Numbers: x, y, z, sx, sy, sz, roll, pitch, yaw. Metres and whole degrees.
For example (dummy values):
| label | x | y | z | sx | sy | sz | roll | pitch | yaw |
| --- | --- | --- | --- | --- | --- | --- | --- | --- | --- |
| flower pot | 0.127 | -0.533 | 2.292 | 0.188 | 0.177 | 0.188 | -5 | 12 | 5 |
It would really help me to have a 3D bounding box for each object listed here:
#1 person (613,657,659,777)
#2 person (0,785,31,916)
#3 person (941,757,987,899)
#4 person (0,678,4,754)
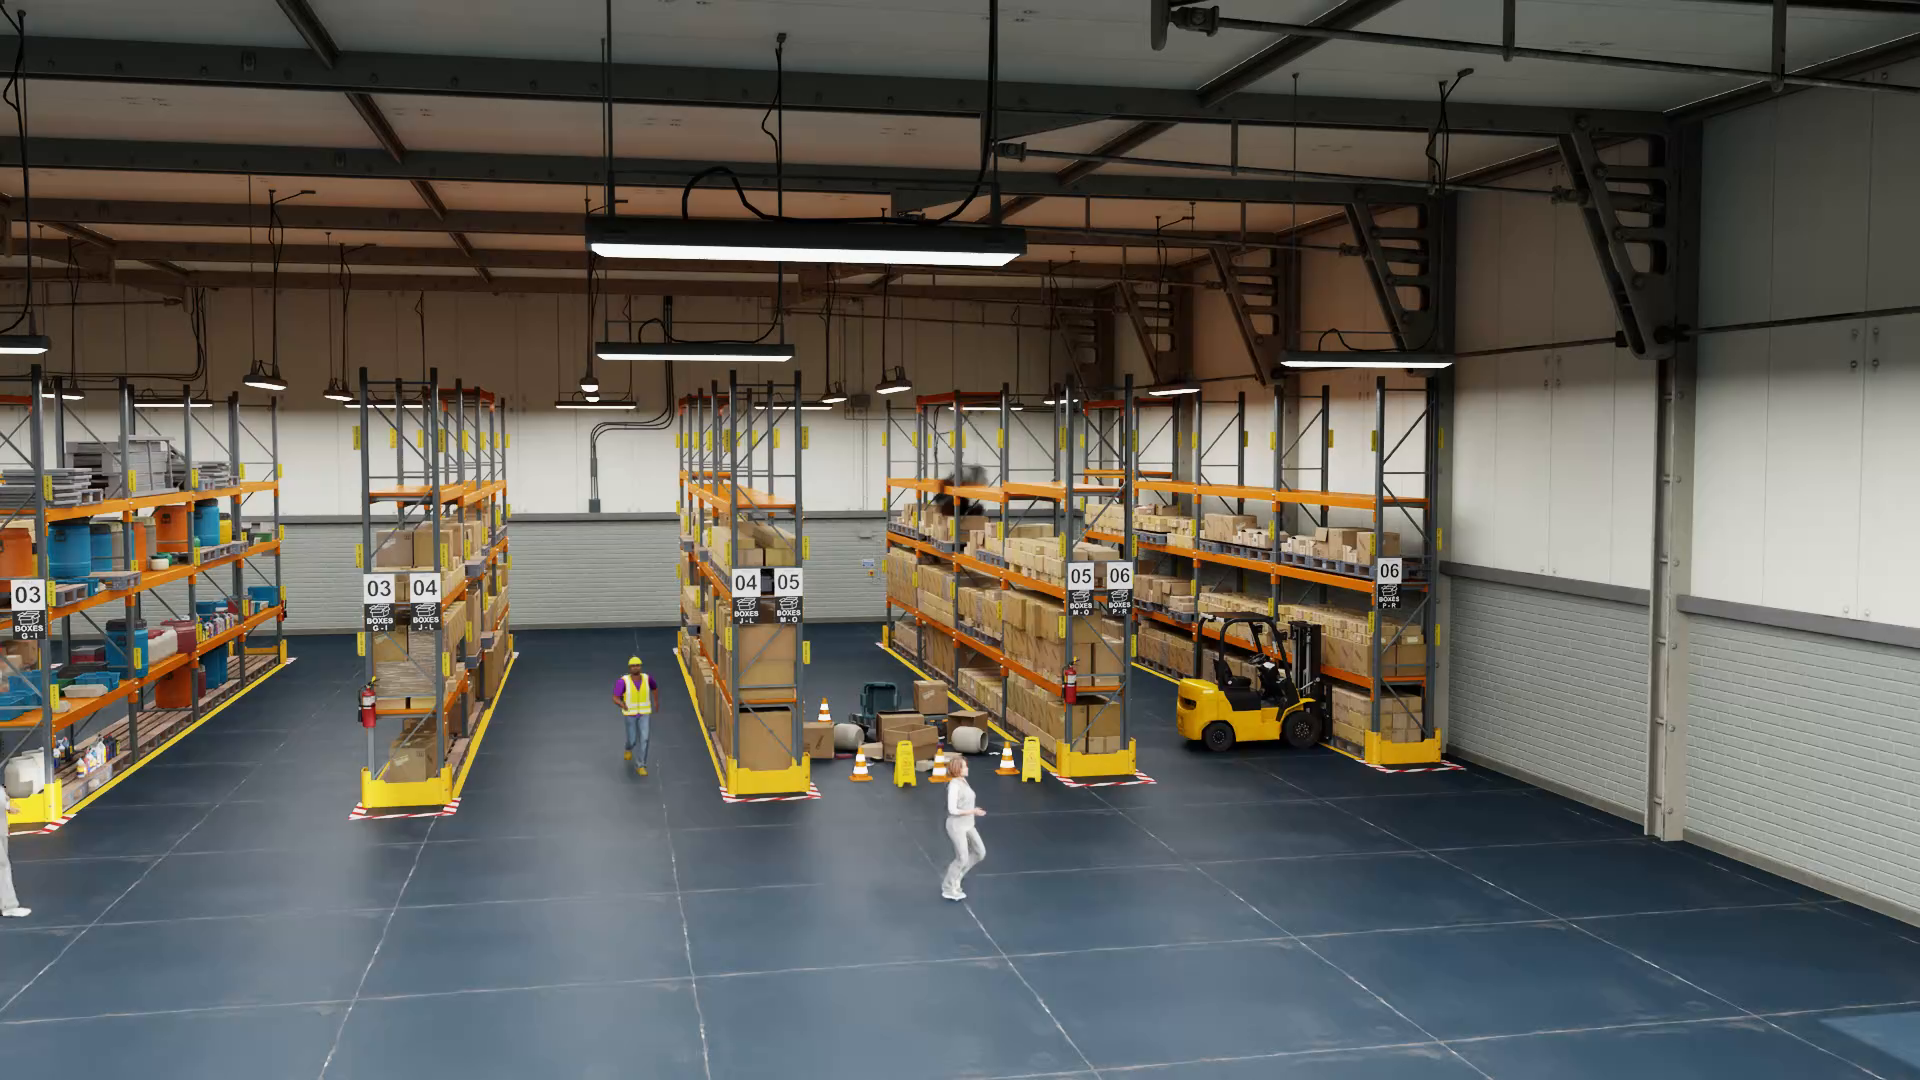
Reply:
| label | x | y | z | sx | sy | sz | roll | pitch | yaw |
| --- | --- | --- | --- | --- | --- | --- | --- | --- | --- |
| person | -4.884 | 2.642 | 25.169 | 0.712 | 1.754 | 0.932 | -1 | 4 | -20 |
| person | -10.216 | 3.120 | 17.485 | 0.929 | 1.645 | 0.574 | 0 | 3 | 8 |
| person | 0.059 | 3.145 | 18.067 | 0.555 | 1.534 | 0.522 | 1 | 4 | 20 |
| person | -14.851 | 2.593 | 25.267 | 0.640 | 1.814 | 0.852 | 0 | 3 | -7 |
